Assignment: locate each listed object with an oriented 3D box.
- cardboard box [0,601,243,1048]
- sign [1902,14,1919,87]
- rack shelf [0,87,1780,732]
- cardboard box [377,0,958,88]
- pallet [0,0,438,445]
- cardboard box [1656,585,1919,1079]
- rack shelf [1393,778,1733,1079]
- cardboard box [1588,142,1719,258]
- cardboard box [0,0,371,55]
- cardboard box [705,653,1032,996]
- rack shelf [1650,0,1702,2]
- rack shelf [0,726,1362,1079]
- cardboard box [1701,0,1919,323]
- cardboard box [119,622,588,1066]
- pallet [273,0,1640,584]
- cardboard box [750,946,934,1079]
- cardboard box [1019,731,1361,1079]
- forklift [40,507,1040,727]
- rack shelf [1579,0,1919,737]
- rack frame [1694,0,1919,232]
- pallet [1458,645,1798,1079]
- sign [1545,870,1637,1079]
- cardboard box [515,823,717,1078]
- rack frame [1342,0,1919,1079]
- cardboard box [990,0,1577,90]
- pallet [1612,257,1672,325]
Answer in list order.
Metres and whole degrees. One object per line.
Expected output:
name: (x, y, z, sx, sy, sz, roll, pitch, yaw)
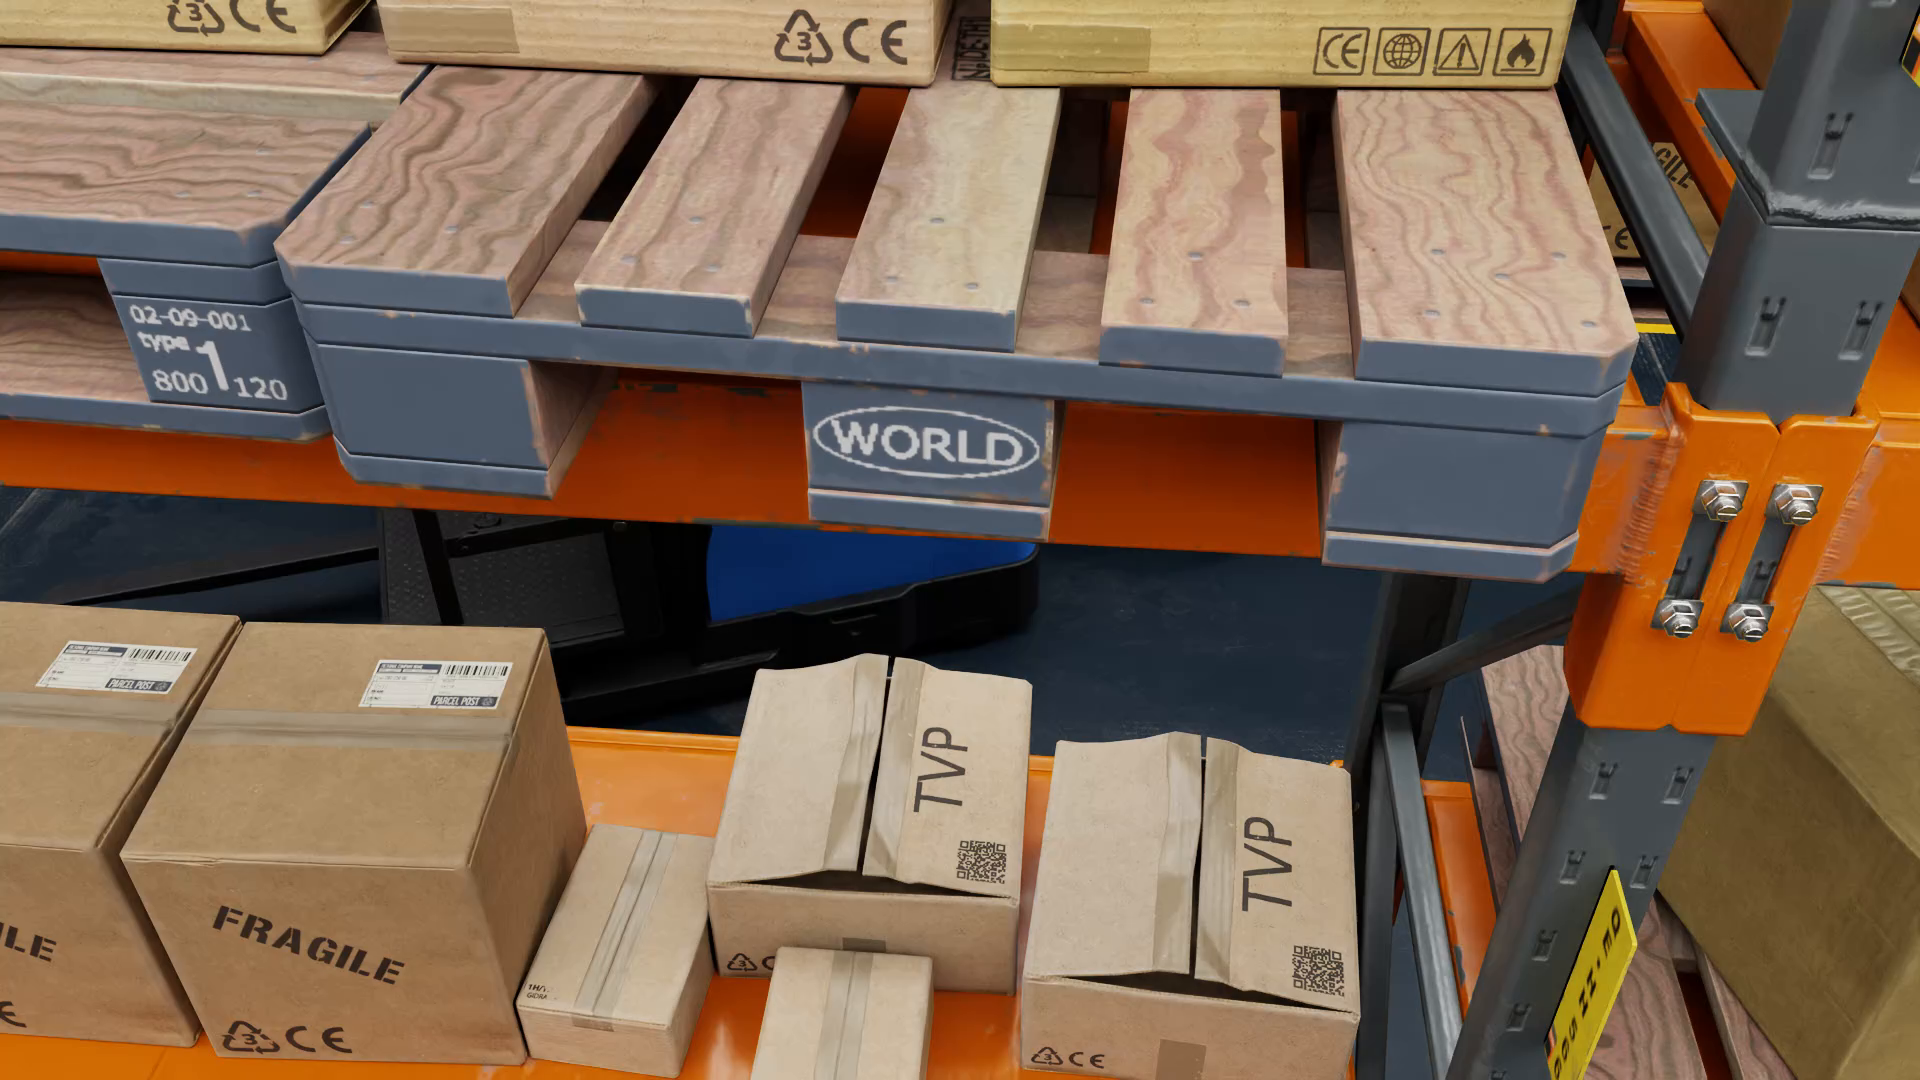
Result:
cardboard box: (-1.461, 0.458, 2.732, 0.500, 0.500, 0.500, 3, 39, 4)
sign: (0.681, -0.439, 1.065, 0.005, 0.325, 0.100, 3, 39, 4)
rack shelf: (-1.256, -0.387, 2.043, 4.000, 0.370, 1.077, 3, 39, 4)
cardboard box: (-0.244, -0.668, 1.605, 0.500, 0.250, 0.500, 4, 39, 5)
pallet: (-1.062, -0.523, 1.790, 1.213, 0.211, 1.003, 5, 39, 6)
cardboard box: (1.374, 0.368, 2.510, 0.500, 0.500, 0.700, -9, 40, -11)
rack shelf: (2.729, 0.994, 2.722, 4.000, 0.370, 1.077, 3, 39, 4)
cardboard box: (2.754, -1.664, 6.788, 0.750, 0.750, 0.750, 3, 39, 4)
cardboard box: (-0.813, -0.706, 1.652, 0.500, 0.250, 0.500, 2, 39, 3)
cardboard box: (-0.138, 0.471, 2.866, 0.500, 0.311, 0.500, 3, 39, 3)
rack shelf: (3.153, -2.121, 6.550, 4.000, 0.370, 1.077, 3, 39, 4)
rack shelf: (-1.256, 0.777, 2.990, 4.000, 0.370, 1.077, 3, 39, 4)
cardboard box: (1.174, -0.593, 1.647, 0.500, 0.500, 0.910, 3, 39, 4)
cardboard box: (-0.937, 0.487, 2.697, 0.500, 0.500, 0.500, 1, 39, 1)
pallet: (0.053, -0.464, 1.718, 1.003, 0.211, 1.213, 5, 39, 6)
cardboard box: (-0.183, 0.829, 2.555, 0.250, 0.149, 0.380, 3, 39, 4)
cardboard box: (0.378, 0.594, 2.715, 0.500, 0.311, 0.500, 5, 39, 7)
forklift: (-1.323, -0.875, 4.504, 3.031, 2.935, 1.130, -11, 40, -13)
rack shelf: (2.729, -0.169, 1.775, 4.000, 0.370, 1.077, 3, 39, 4)
rack frame: (0.737, -1.720, 0.735, 0.127, 3.000, 1.000, 3, 39, 4)
pallet: (1.418, 0.674, 2.698, 1.003, 0.211, 1.213, 3, 39, 4)
sign: (0.692, 0.507, 1.834, 0.005, 0.325, 0.100, 3, 39, 4)
cardboard box: (-0.539, 0.670, 2.750, 0.250, 0.149, 0.380, 6, 40, 7)
rack frame: (0.737, 0.607, 2.629, 0.127, 3.000, 1.000, 3, 39, 4)
cardboard box: (0.280, -0.651, 1.583, 0.500, 0.250, 0.500, 0, 39, 1)
pallet: (3.151, -1.269, 7.142, 1.213, 0.211, 1.003, 3, 39, 4)
